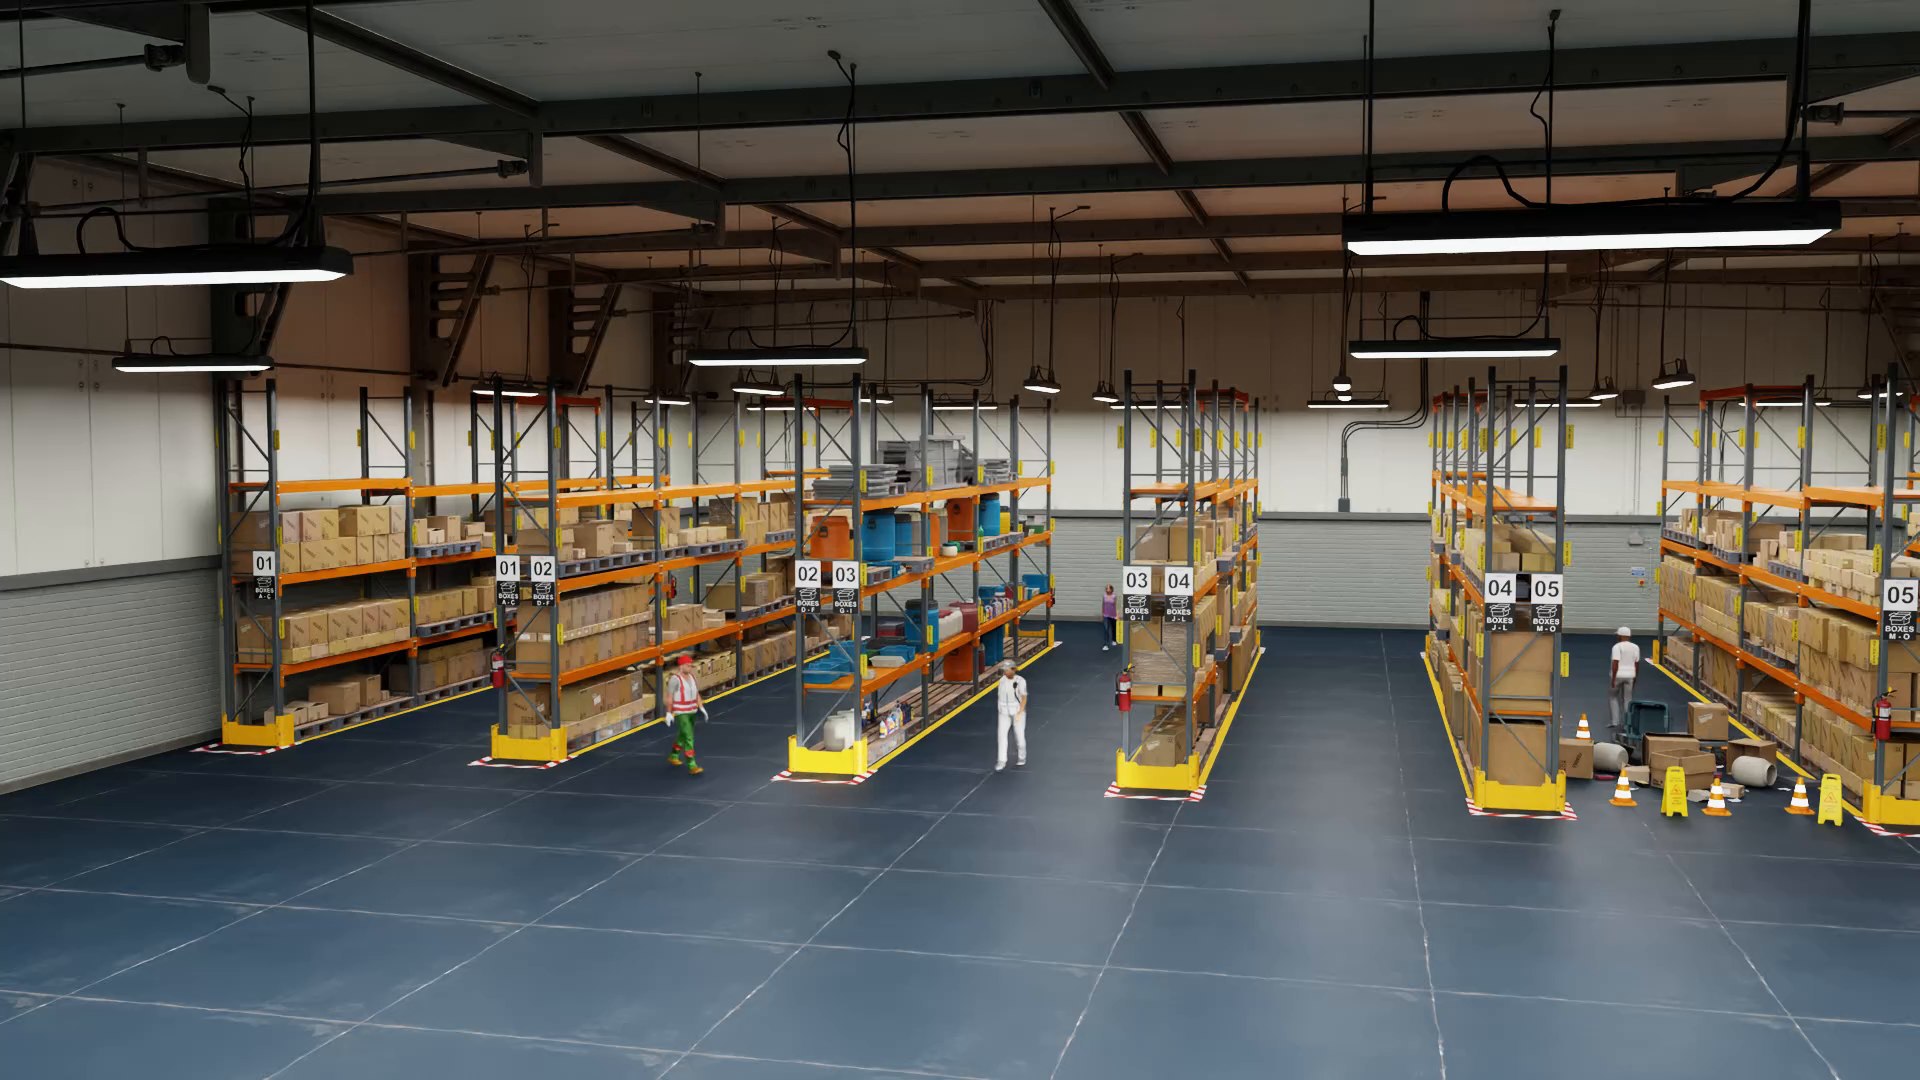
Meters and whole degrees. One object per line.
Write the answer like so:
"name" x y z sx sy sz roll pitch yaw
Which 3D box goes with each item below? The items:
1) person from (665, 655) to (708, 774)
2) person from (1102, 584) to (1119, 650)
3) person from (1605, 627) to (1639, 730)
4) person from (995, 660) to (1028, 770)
"person" -4.148 2.625 25.191 0.946 1.765 0.535 2 4 31
"person" 3.589 1.831 39.683 0.426 1.542 0.939 1 3 9
"person" 11.519 2.418 28.806 0.534 1.809 0.602 0 3 7
"person" 0.774 2.650 25.315 0.501 1.627 0.908 1 4 20
